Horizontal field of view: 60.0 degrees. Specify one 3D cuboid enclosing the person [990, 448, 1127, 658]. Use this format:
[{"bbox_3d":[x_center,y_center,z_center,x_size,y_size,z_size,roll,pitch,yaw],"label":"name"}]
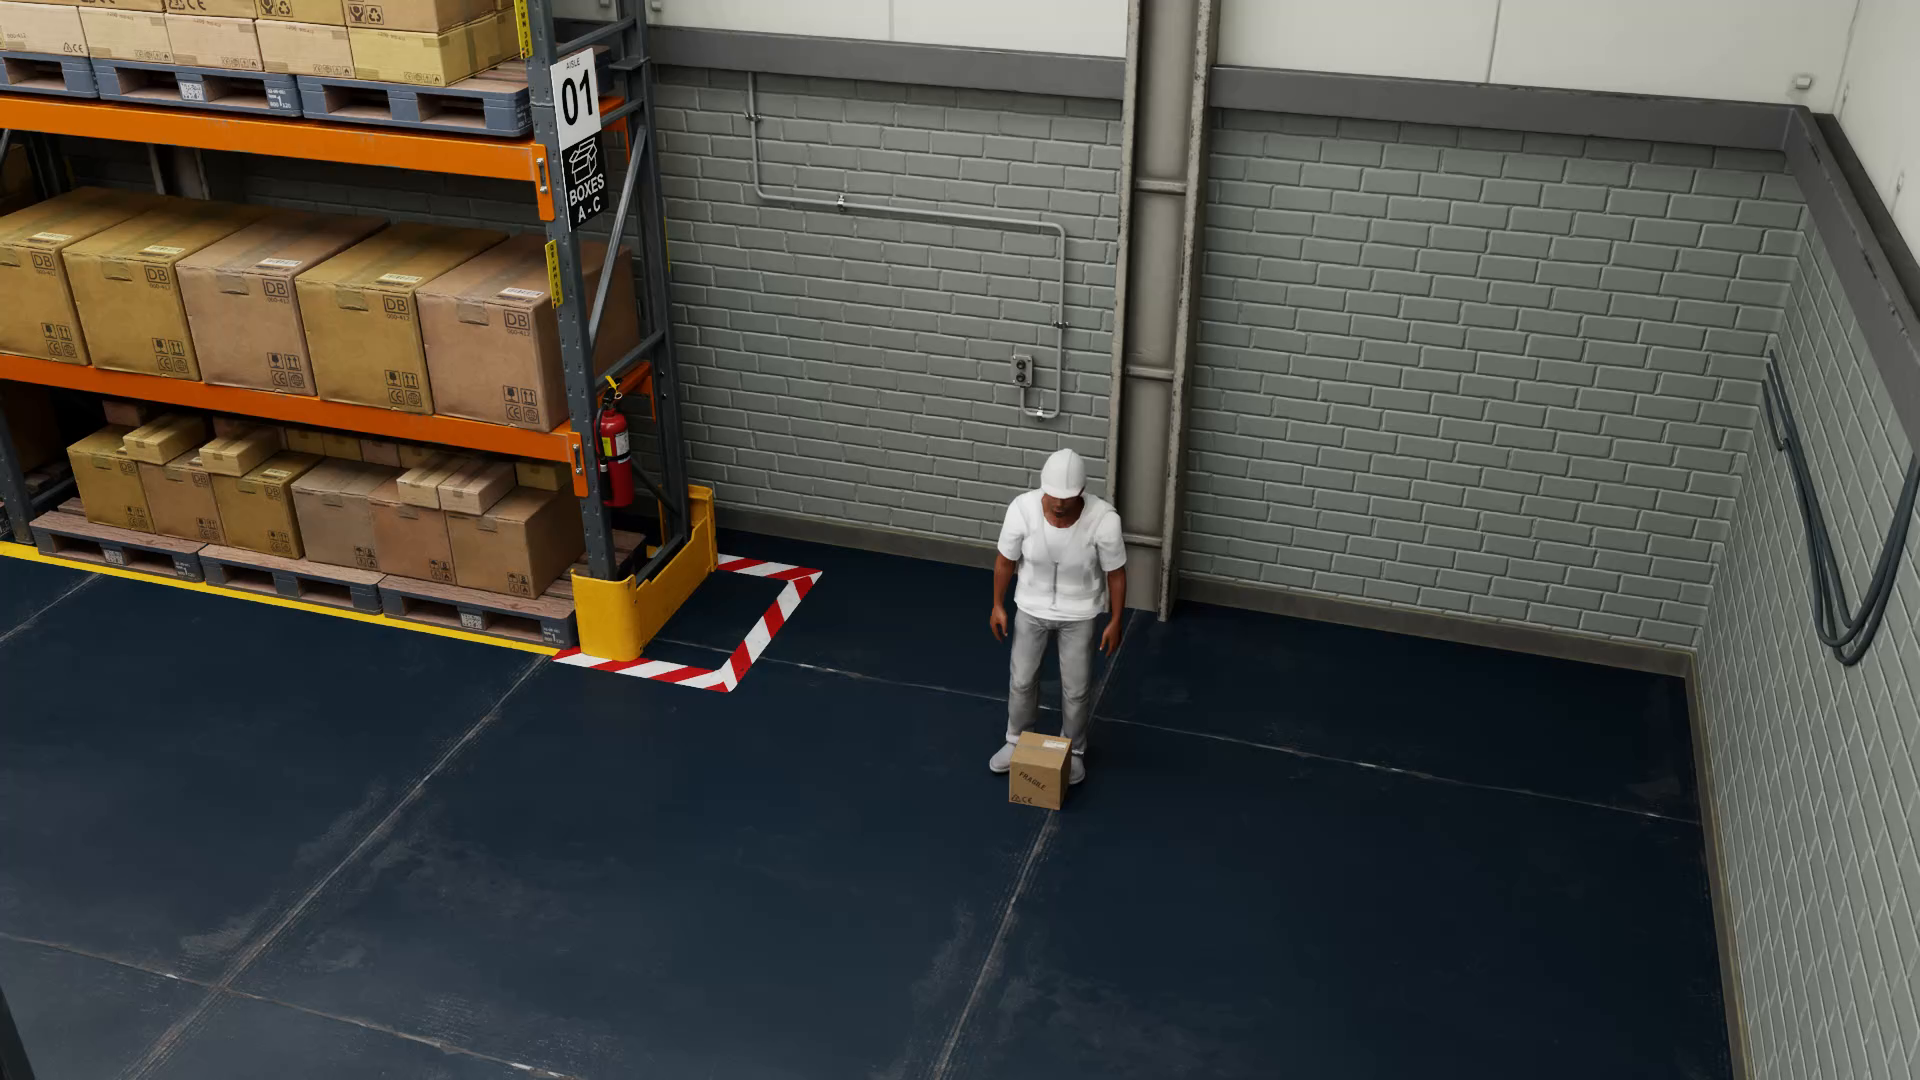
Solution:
[{"bbox_3d":[0.459,0.042,7.691,0.636,1.060,0.454,7,30,12],"label":"person"}]
